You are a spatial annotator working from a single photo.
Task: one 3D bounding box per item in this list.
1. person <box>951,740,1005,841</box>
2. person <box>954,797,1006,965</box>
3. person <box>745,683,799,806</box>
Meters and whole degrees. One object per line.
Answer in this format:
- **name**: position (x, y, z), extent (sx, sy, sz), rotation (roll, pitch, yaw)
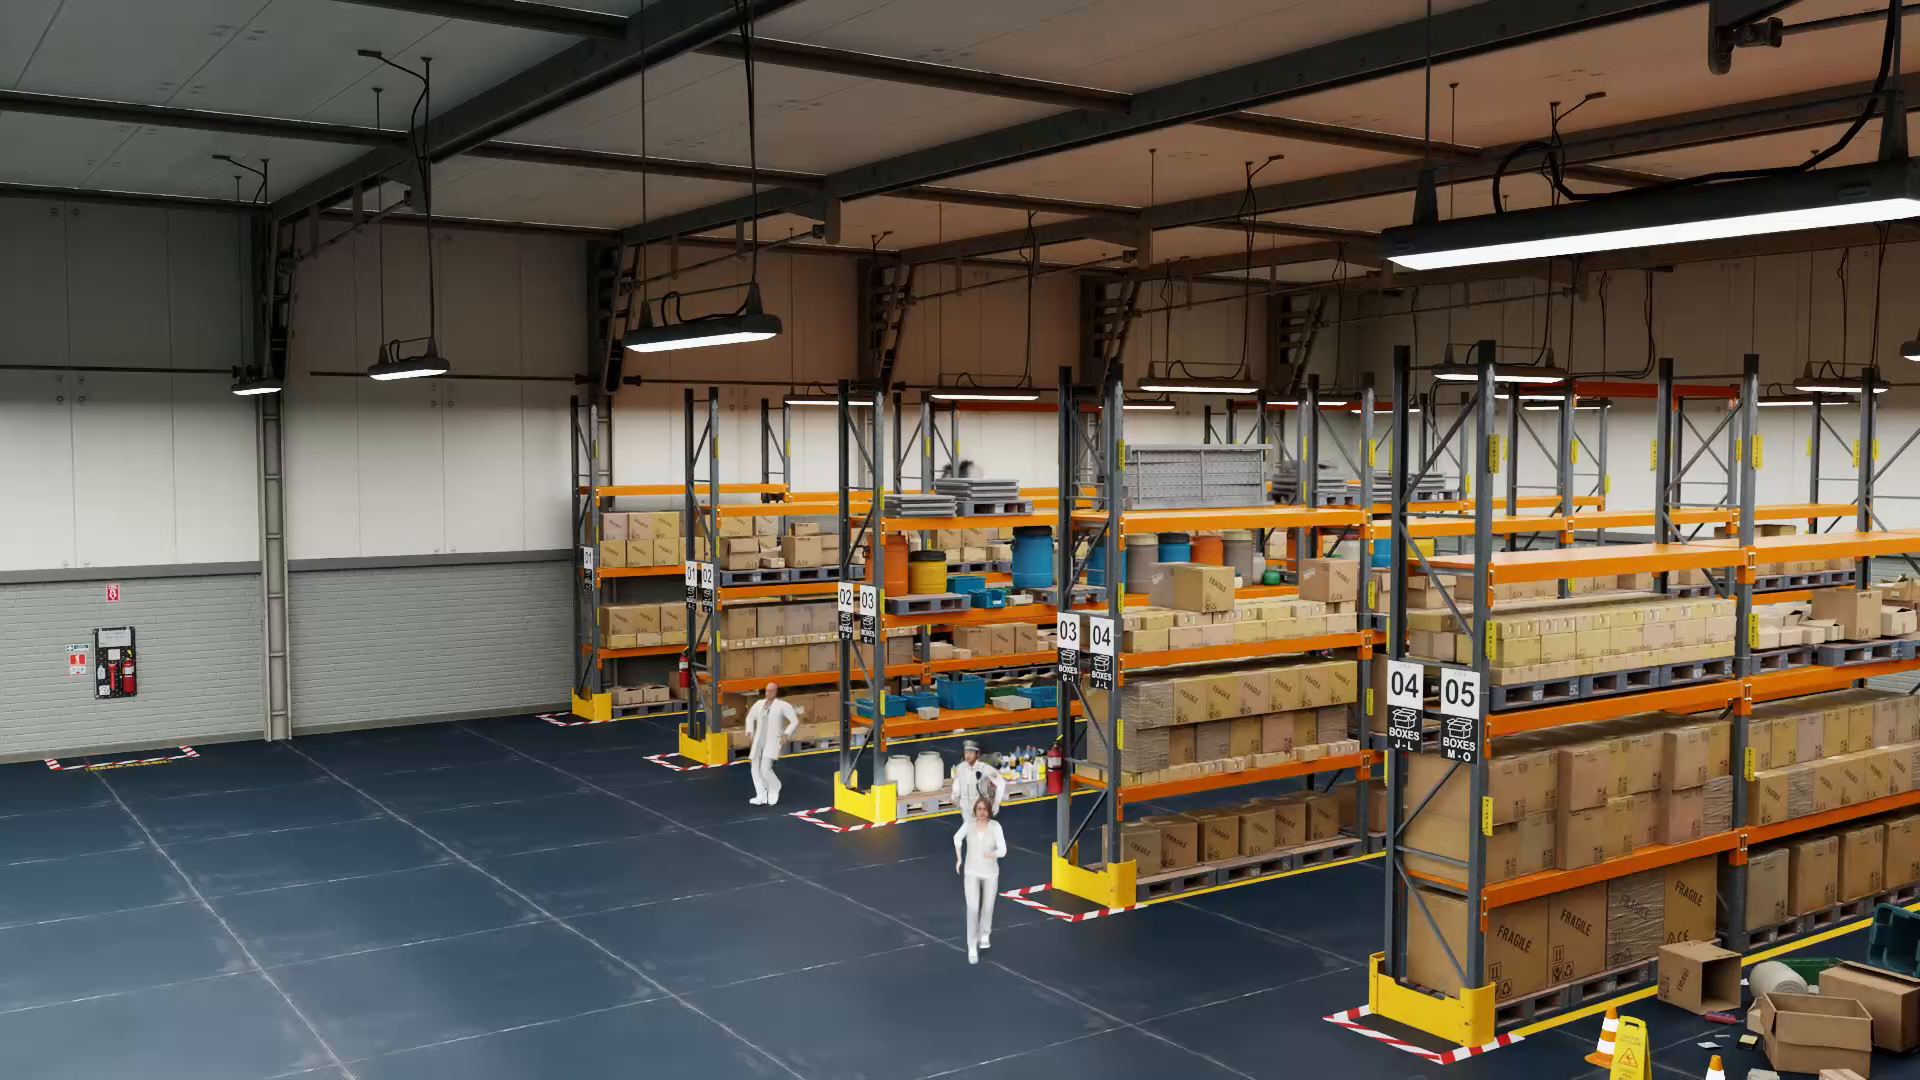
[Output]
- **person**: position (0.162, 3.154, 19.532), extent (0.619, 1.627, 0.629), rotation (2, 4, 34)
- **person**: position (0.203, 3.368, 16.554), extent (0.505, 1.639, 0.702), rotation (0, 3, -3)
- **person**: position (-2.722, 2.884, 23.427), extent (0.775, 1.740, 0.528), rotation (2, 4, 26)
